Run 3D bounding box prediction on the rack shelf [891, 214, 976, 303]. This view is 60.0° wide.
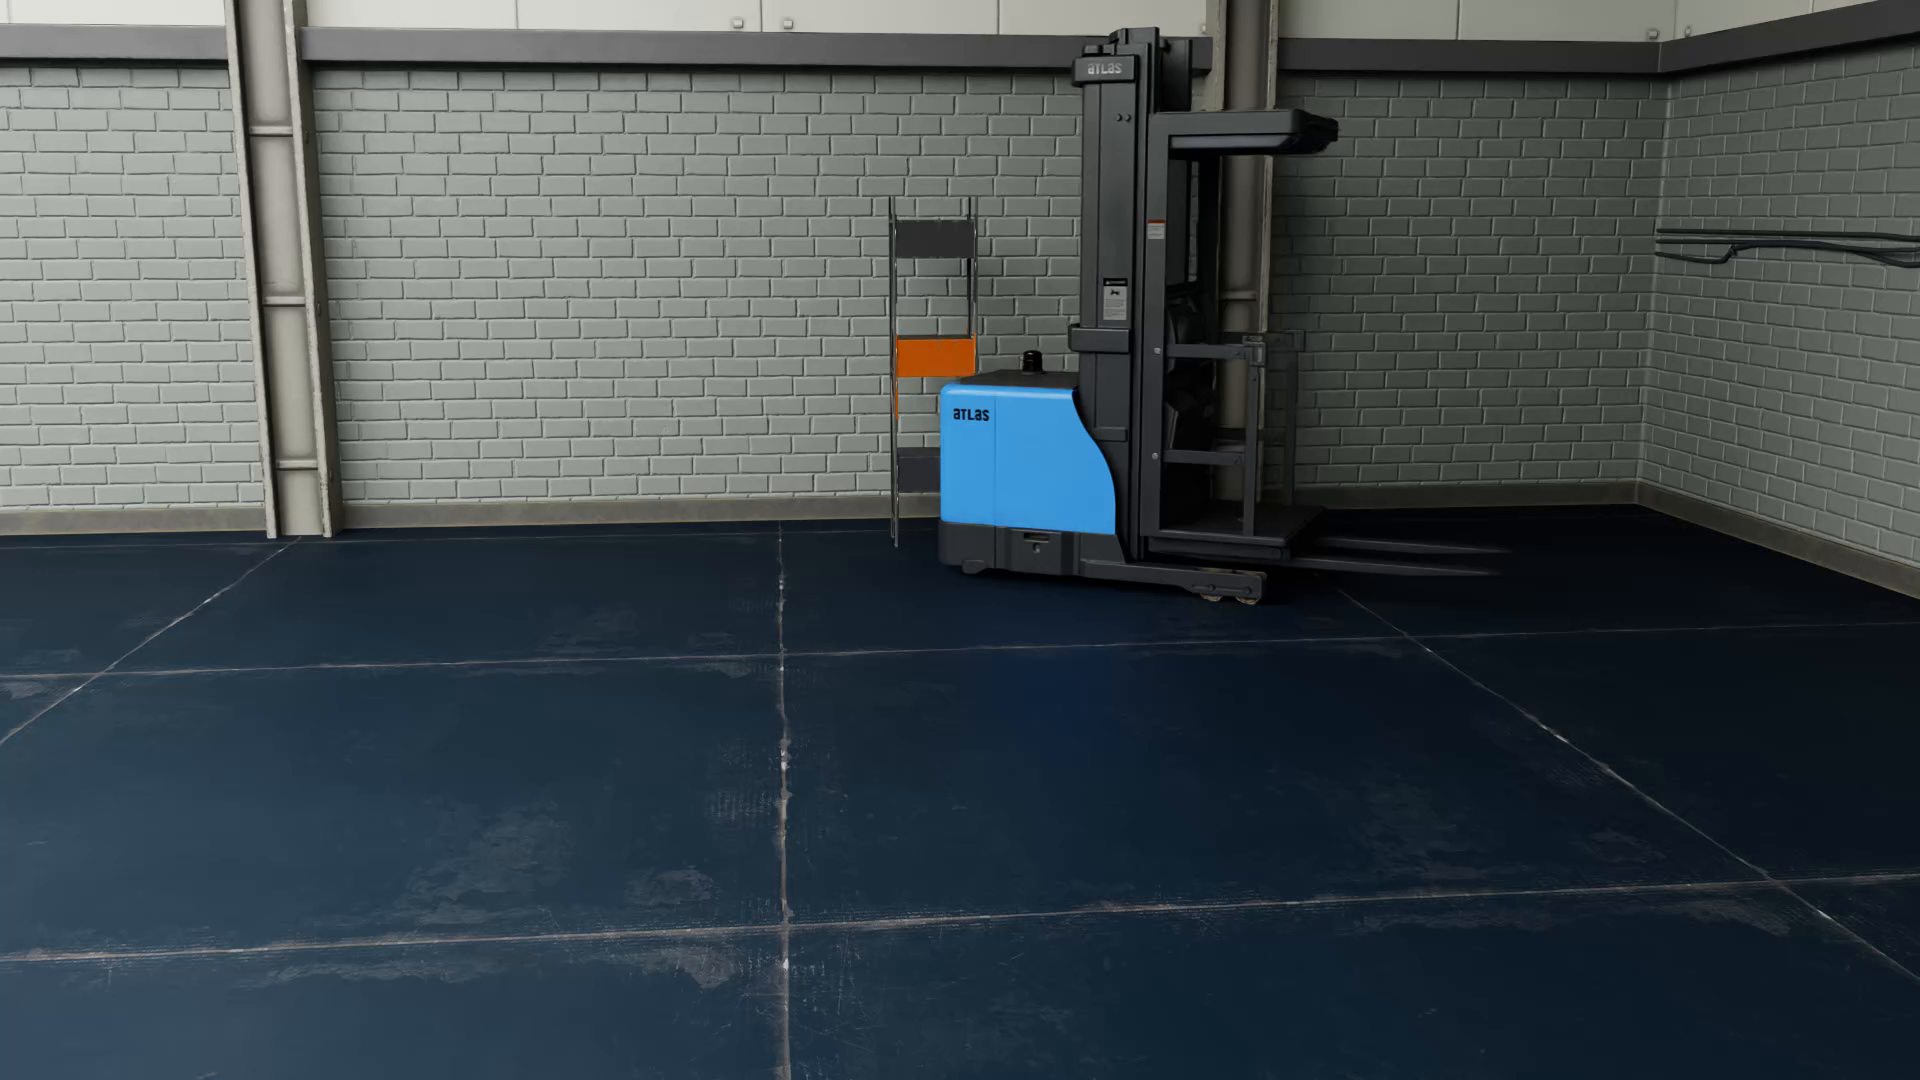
[{"bbox_3d":[-0.165,-1.700,10.015,0.480,0.518,0.431,-1,11,-6],"label":"rack shelf"}]

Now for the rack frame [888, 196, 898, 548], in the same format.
[{"bbox_3d":[-0.407,-1.022,10.122,0.015,2.100,0.400,-1,11,-6],"label":"rack frame"}]

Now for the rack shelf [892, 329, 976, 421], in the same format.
[{"bbox_3d":[-0.165,-1.013,10.151,0.480,0.518,0.431,-1,11,-6],"label":"rack shelf"}]

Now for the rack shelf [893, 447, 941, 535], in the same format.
[{"bbox_3d":[-0.165,-0.327,10.286,0.480,0.518,0.431,-1,11,-6],"label":"rack shelf"}]

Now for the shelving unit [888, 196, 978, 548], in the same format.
[{"bbox_3d":[-0.165,-1.027,10.148,0.503,2.100,0.431,-1,11,-6],"label":"shelving unit"}]

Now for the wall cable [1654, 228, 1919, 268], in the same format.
[{"bbox_3d":[4.872,-2.870,9.688,0.112,2.526,3.097,-1,11,-6],"label":"wall cable"}]

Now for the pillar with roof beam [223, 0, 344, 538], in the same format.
[{"bbox_3d":[-3.700,-3.635,5.531,0.400,9.000,9.100,-1,11,-6],"label":"pillar with roof beam"}]

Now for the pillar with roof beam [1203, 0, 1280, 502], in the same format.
[{"bbox_3d":[2.265,-3.760,6.167,0.400,9.000,9.100,-1,11,-6],"label":"pillar with roof beam"}]

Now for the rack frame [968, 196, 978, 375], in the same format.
[{"bbox_3d":[0.078,-1.032,10.174,0.015,2.100,0.400,-1,11,-6],"label":"rack frame"}]

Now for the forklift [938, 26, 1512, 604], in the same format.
[{"bbox_3d":[1.444,-1.219,8.969,3.031,2.935,1.130,5,12,22],"label":"forklift"}]
